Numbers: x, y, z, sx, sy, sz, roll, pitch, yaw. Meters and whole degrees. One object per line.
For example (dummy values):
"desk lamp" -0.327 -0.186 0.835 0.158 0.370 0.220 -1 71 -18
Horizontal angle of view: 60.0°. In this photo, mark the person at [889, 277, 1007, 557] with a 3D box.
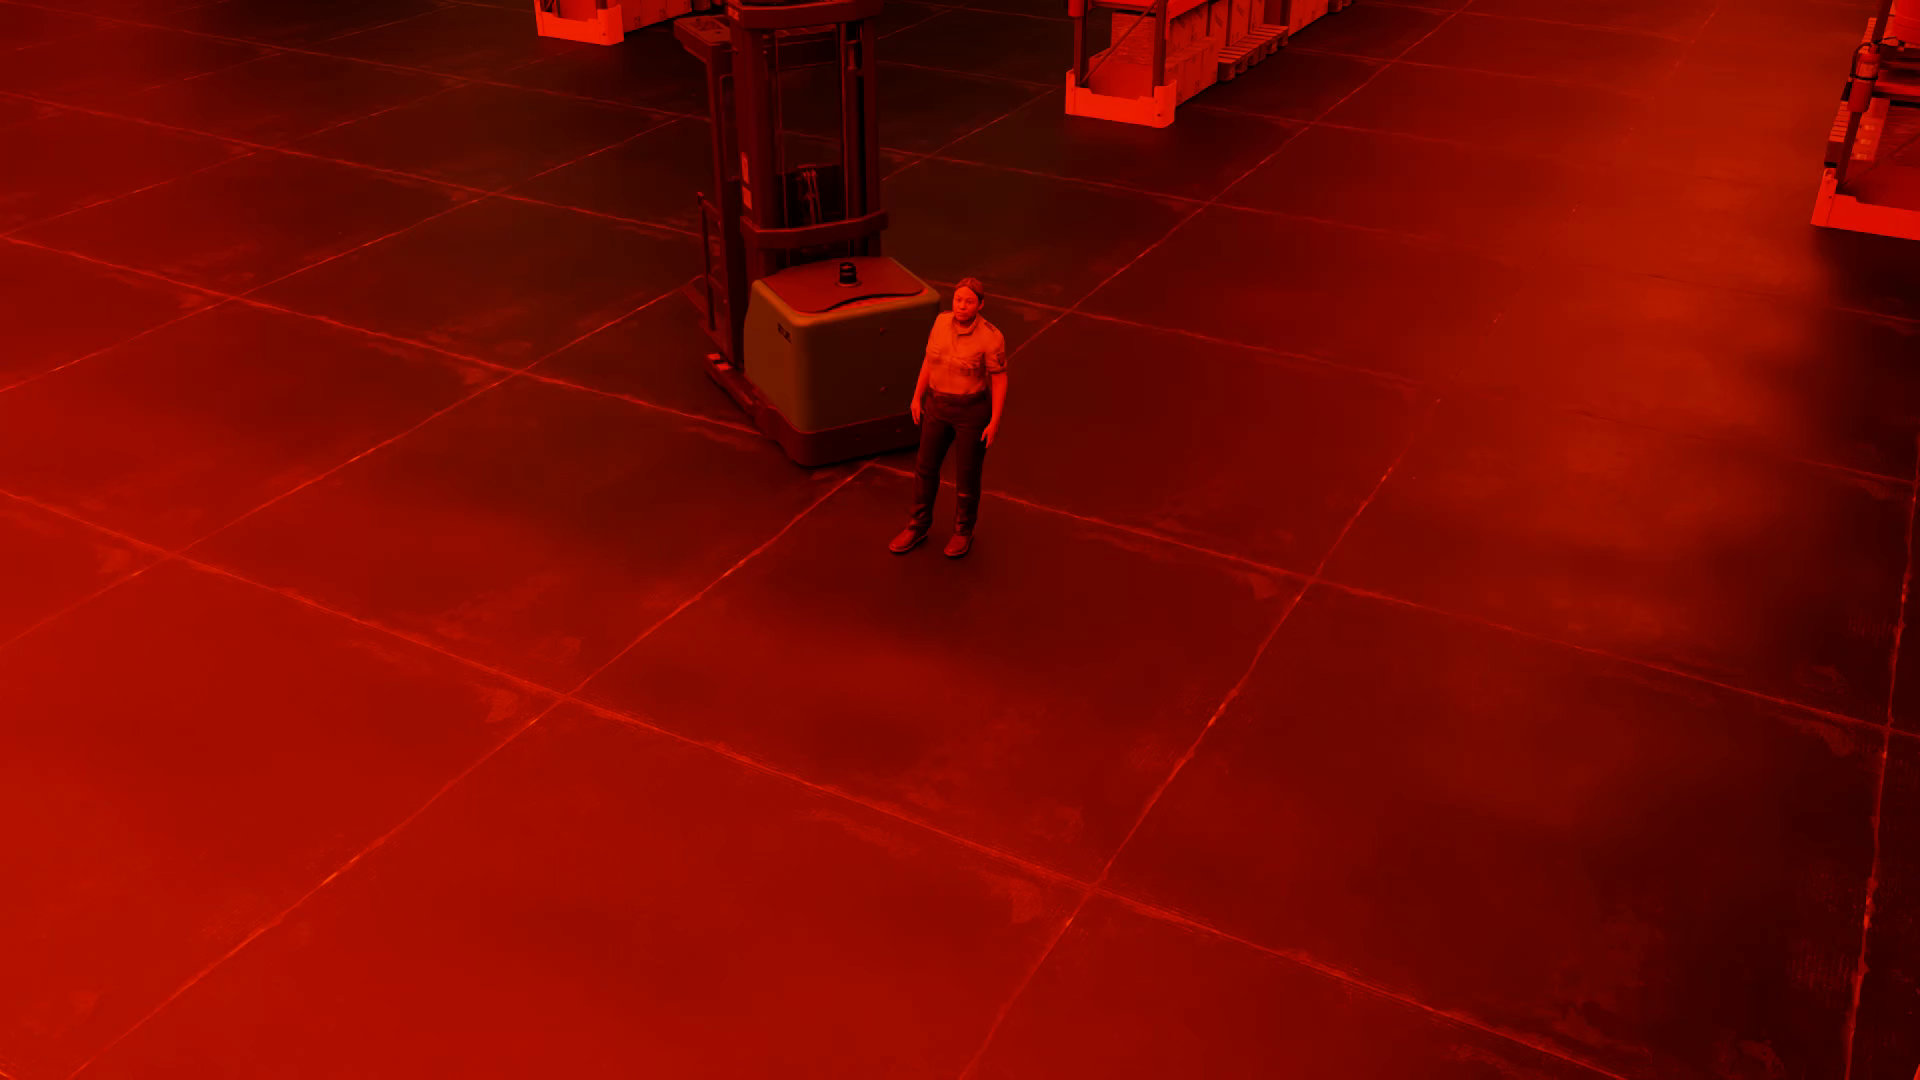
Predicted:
"person" -0.064 -0.686 9.529 0.598 1.651 0.502 15 33 25

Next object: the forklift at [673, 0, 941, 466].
"forklift" -1.212 -2.456 11.325 1.130 2.935 3.031 -14 33 -23
